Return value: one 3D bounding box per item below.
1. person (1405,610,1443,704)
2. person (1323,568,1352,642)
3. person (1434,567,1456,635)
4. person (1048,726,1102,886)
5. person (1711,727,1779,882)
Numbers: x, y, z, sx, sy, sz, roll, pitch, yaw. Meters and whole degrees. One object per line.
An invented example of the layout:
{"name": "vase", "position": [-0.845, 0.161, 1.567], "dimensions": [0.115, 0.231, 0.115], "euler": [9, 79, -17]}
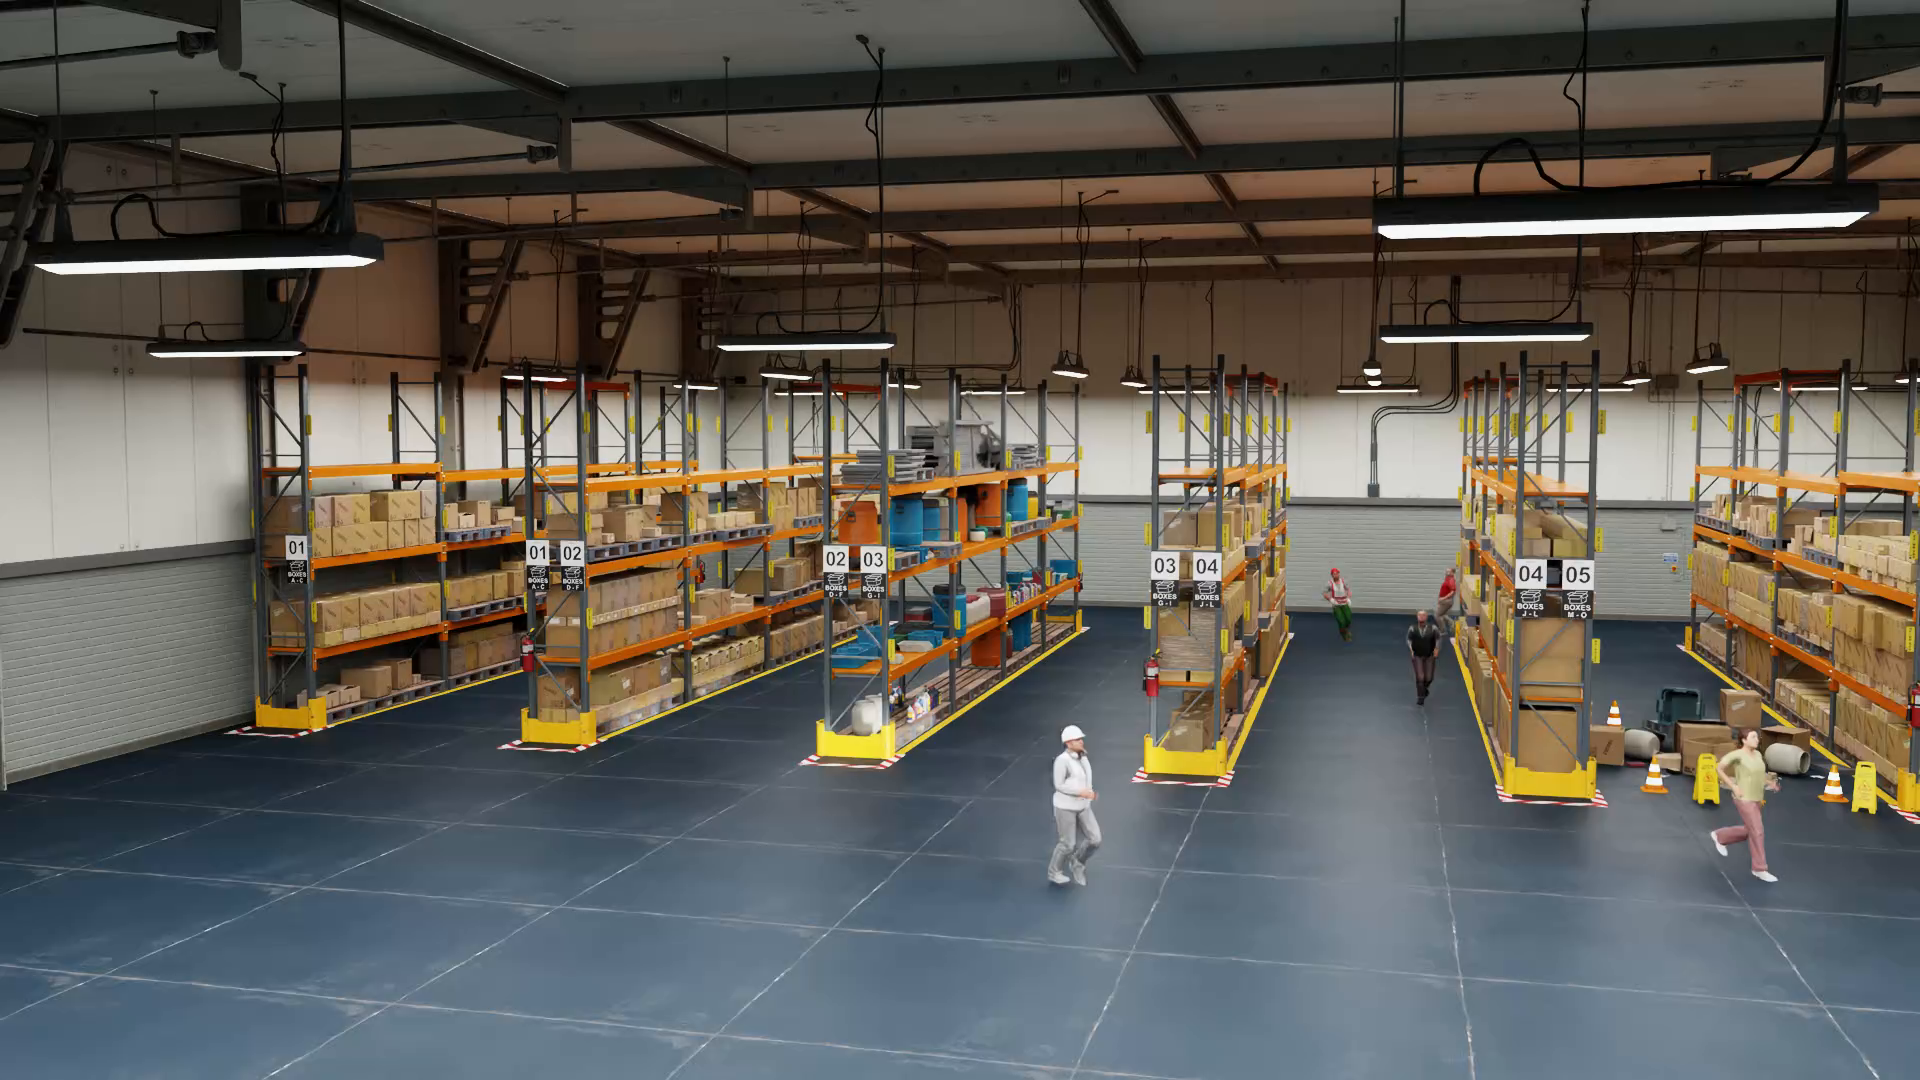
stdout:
{"name": "person", "position": [8.339, 2.105, 29.930], "dimensions": [0.663, 1.690, 0.540], "euler": [1, 4, 16]}
{"name": "person", "position": [8.751, 1.497, 38.458], "dimensions": [0.726, 1.711, 0.559], "euler": [0, 4, 0]}
{"name": "person", "position": [11.522, 1.458, 39.514], "dimensions": [0.526, 1.640, 0.740], "euler": [1, 4, 19]}
{"name": "person", "position": [1.261, 2.894, 17.961], "dimensions": [0.692, 1.793, 0.685], "euler": [4, 5, 42]}
{"name": "person", "position": [8.763, 2.906, 18.531], "dimensions": [0.579, 1.668, 0.817], "euler": [-2, 4, -28]}
